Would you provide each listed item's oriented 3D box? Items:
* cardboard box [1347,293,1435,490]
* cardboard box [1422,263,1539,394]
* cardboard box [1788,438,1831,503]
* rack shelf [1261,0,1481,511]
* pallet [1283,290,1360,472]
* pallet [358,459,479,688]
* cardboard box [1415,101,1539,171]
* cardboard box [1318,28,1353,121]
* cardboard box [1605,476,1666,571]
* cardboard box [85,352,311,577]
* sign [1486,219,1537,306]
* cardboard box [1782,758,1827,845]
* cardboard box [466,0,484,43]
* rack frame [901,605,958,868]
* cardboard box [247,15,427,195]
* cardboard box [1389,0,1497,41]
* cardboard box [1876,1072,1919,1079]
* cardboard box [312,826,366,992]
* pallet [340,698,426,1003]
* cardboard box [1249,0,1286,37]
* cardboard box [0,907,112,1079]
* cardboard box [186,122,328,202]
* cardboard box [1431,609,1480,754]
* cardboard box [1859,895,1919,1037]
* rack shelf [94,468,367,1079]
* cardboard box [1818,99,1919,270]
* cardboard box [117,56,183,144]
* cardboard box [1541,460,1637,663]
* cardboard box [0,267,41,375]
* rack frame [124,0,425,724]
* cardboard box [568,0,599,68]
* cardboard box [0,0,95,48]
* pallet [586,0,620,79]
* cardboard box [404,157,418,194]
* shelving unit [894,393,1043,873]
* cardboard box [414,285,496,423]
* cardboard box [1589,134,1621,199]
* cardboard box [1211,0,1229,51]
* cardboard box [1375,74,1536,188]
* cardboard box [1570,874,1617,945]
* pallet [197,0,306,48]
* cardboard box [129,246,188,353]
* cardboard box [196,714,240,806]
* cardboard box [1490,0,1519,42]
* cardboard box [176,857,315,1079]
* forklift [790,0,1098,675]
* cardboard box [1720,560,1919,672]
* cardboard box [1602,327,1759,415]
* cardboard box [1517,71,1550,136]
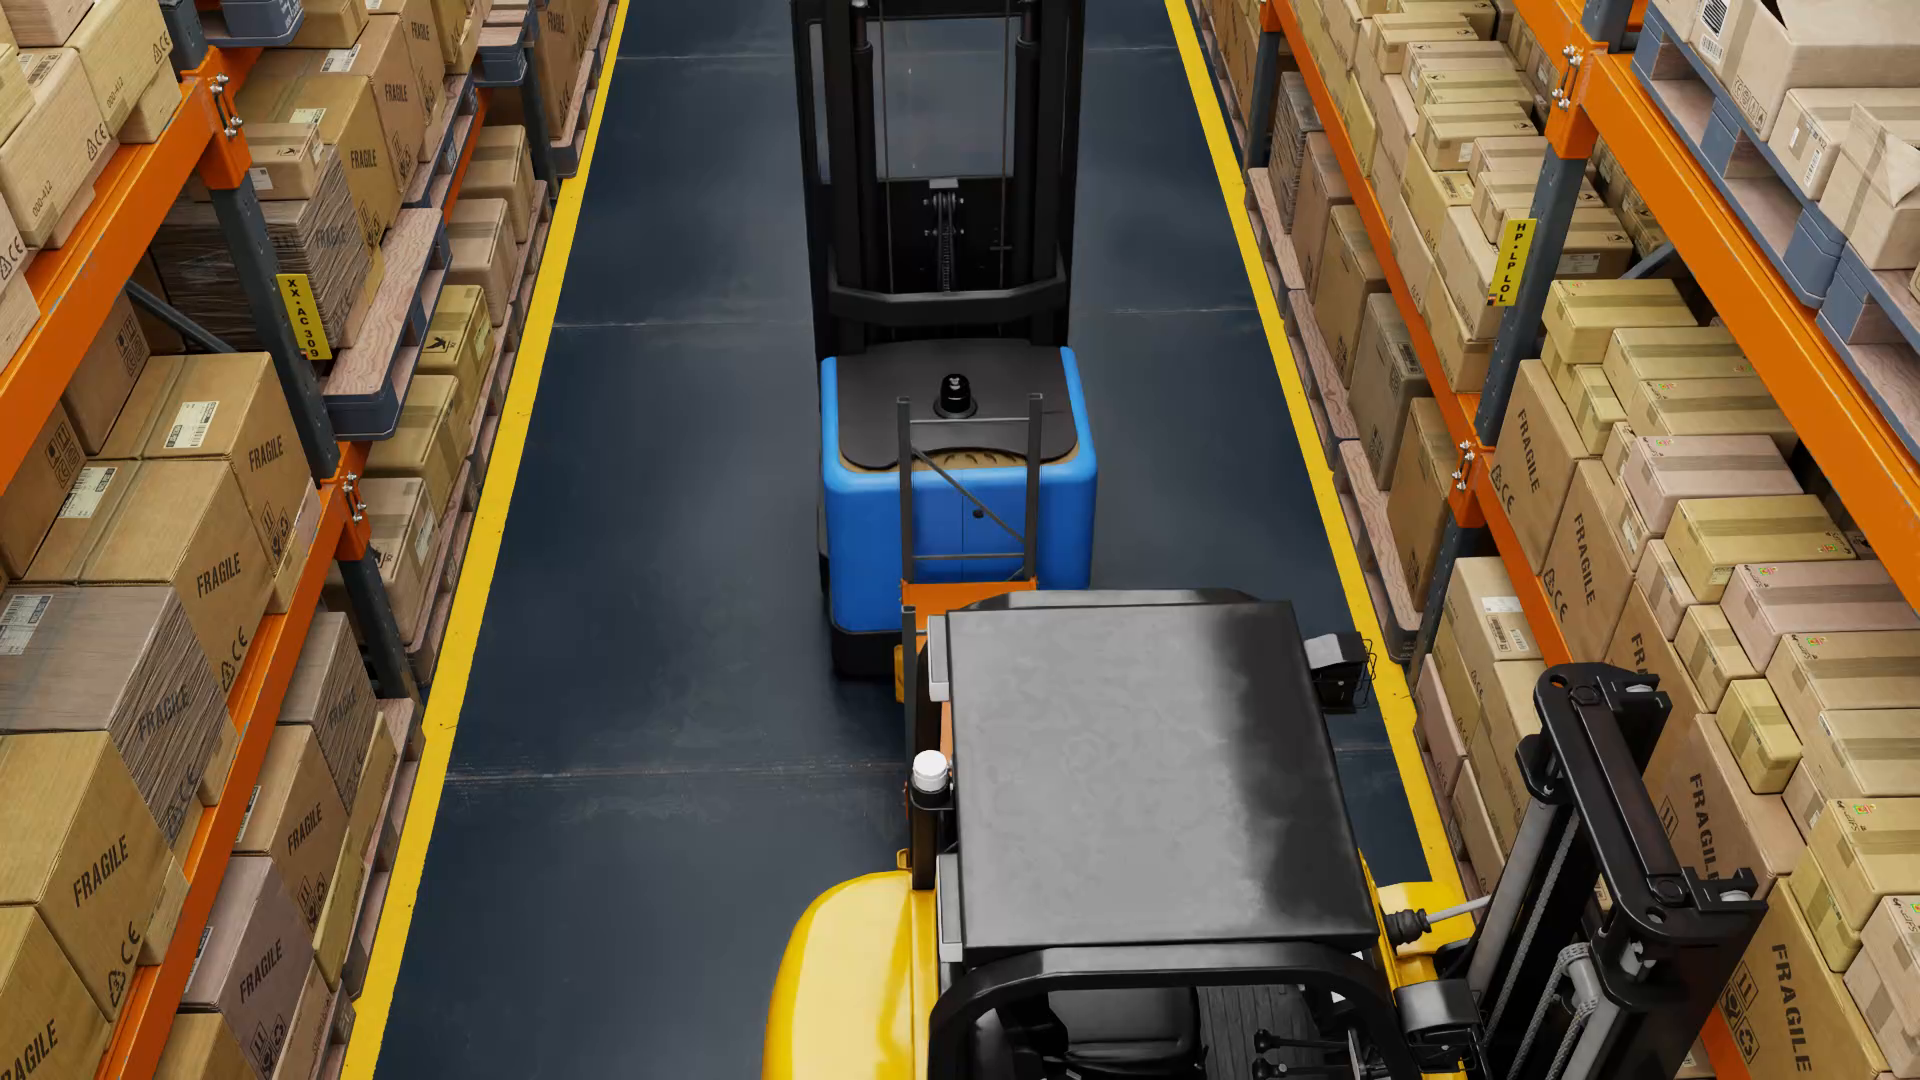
[{"bbox_3d":[2.261,-0.671,7.358,0.875,0.625,0.625,-2,43,-2],"label":"cardboard box"},{"bbox_3d":[2.036,-0.793,6.156,0.500,0.250,0.500,-1,43,-1],"label":"cardboard box"},{"bbox_3d":[2.638,-0.235,4.882,0.380,0.149,0.250,-1,43,-1],"label":"cardboard box"},{"bbox_3d":[2.234,-1.600,7.458,1.077,0.370,4.000,-2,43,-2],"label":"rack shelf"},{"bbox_3d":[2.194,-0.809,8.126,1.003,0.211,1.213,-2,43,-2],"label":"pallet"},{"bbox_3d":[-2.674,0.132,7.100,1.003,0.211,1.213,-2,43,-2],"label":"pallet"},{"bbox_3d":[1.952,-1.530,6.295,0.380,0.149,0.250,-3,43,-3],"label":"cardboard box"},{"bbox_3d":[1.969,-2.167,7.655,0.500,0.250,0.500,-3,43,-3],"label":"cardboard box"},{"bbox_3d":[2.058,-0.050,4.680,0.380,0.149,0.250,-1,43,-1],"label":"cardboard box"},{"bbox_3d":[-2.372,-0.224,5.130,0.500,0.500,0.500,-3,43,-3],"label":"cardboard box"},{"bbox_3d":[1.777,-0.891,5.353,0.100,0.325,0.005,-2,43,-2],"label":"sign"},{"bbox_3d":[2.195,0.647,3.920,0.380,0.149,0.250,-2,43,-2],"label":"cardboard box"},{"bbox_3d":[-2.419,-2.401,7.674,0.380,0.149,0.250,-4,43,-4],"label":"cardboard box"},{"bbox_3d":[0.075,0.751,5.470,0.500,1.500,0.032,-2,43,-2],"label":"rack frame"},{"bbox_3d":[-2.402,-1.669,6.396,0.500,0.500,0.500,-2,43,-2],"label":"cardboard box"},{"bbox_3d":[2.042,-2.224,7.052,0.380,0.149,0.250,-2,43,-2],"label":"cardboard box"},{"bbox_3d":[2.193,1.473,3.499,0.500,0.500,0.500,0,43,0],"label":"cardboard box"},{"bbox_3d":[-2.314,1.239,5.552,0.500,0.250,0.500,-3,43,-3],"label":"cardboard box"},{"bbox_3d":[-2.576,1.110,6.033,1.003,0.211,1.213,-2,43,-2],"label":"pallet"},{"bbox_3d":[1.875,-3.014,9.528,0.380,0.149,0.250,-4,43,-4],"label":"cardboard box"},{"bbox_3d":[-2.261,1.162,3.618,0.500,0.500,0.500,-2,43,-3],"label":"cardboard box"},{"bbox_3d":[-2.306,-1.239,5.446,0.380,0.149,0.250,-2,43,-2],"label":"cardboard box"},{"bbox_3d":[2.031,0.494,5.994,0.500,0.250,0.500,-2,43,-2],"label":"cardboard box"},{"bbox_3d":[2.125,0.879,3.446,0.380,0.149,0.250,-1,43,-1],"label":"cardboard box"},{"bbox_3d":[-2.555,1.245,4.354,1.077,0.370,4.000,-2,43,-2],"label":"rack shelf"},{"bbox_3d":[2.079,-0.753,3.496,0.396,0.266,0.258,-3,43,-3],"label":"cardboard box"},{"bbox_3d":[-2.321,-1.179,4.432,0.380,0.149,0.250,-1,43,-2],"label":"cardboard box"},{"bbox_3d":[2.116,0.106,4.990,0.500,0.500,0.500,-1,43,-1],"label":"cardboard box"},{"bbox_3d":[-2.292,-0.484,3.674,0.380,0.149,0.250,-1,43,-1],"label":"cardboard box"},{"bbox_3d":[-2.640,-0.370,5.584,1.000,3.000,0.127,-2,43,-2],"label":"rack frame"},{"bbox_3d":[-2.790,-3.513,10.274,0.875,0.875,0.875,-1,43,-1],"label":"cardboard box"},{"bbox_3d":[-2.321,-1.297,3.970,0.380,0.149,0.250,-3,43,-3],"label":"cardboard box"},{"bbox_3d":[-2.817,-3.399,10.952,1.003,0.211,1.213,-2,43,-2],"label":"pallet"},{"bbox_3d":[-2.416,-1.515,6.707,0.380,0.149,0.250,-1,43,-1],"label":"cardboard box"},{"bbox_3d":[0.054,0.402,5.851,0.587,1.500,1.083,-2,43,-2],"label":"shelving unit"},{"bbox_3d":[-2.730,-0.865,7.758,0.950,0.372,0.625,0,43,0],"label":"cardboard box"},{"bbox_3d":[2.550,-1.386,6.138,0.380,0.149,0.250,-2,43,-2],"label":"cardboard box"},{"bbox_3d":[1.881,-3.420,10.450,0.500,0.500,0.500,0,43,0],"label":"cardboard box"},{"bbox_3d":[1.998,-1.661,6.733,0.500,0.250,0.500,-1,43,-1],"label":"cardboard box"},{"bbox_3d":[2.070,0.991,5.082,0.500,0.250,0.500,0,43,0],"label":"cardboard box"},{"bbox_3d":[-2.560,-1.827,5.092,1.213,0.211,1.003,-2,43,-2],"label":"pallet"},{"bbox_3d":[-2.889,-0.977,5.641,0.500,0.500,0.500,-2,43,-3],"label":"cardboard box"},{"bbox_3d":[-2.275,0.616,4.693,0.380,0.149,0.250,-2,43,-2],"label":"cardboard box"},{"bbox_3d":[2.450,-2.242,7.072,0.380,0.149,0.250,-1,43,-1],"label":"cardboard box"},{"bbox_3d":[-2.300,1.291,4.940,0.500,0.500,0.500,0,43,0],"label":"cardboard box"},{"bbox_3d":[-0.099,-1.523,6.893,1.130,2.935,3.031,-3,43,-3],"label":"forklift"},{"bbox_3d":[2.170,0.190,4.198,0.380,0.149,0.250,-2,43,-2],"label":"cardboard box"},{"bbox_3d":[2.155,-0.504,4.955,0.380,0.149,0.250,-1,43,-1],"label":"cardboard box"},{"bbox_3d":[2.532,-1.681,6.754,0.500,0.250,0.500,-3,43,-3],"label":"cardboard box"}]
